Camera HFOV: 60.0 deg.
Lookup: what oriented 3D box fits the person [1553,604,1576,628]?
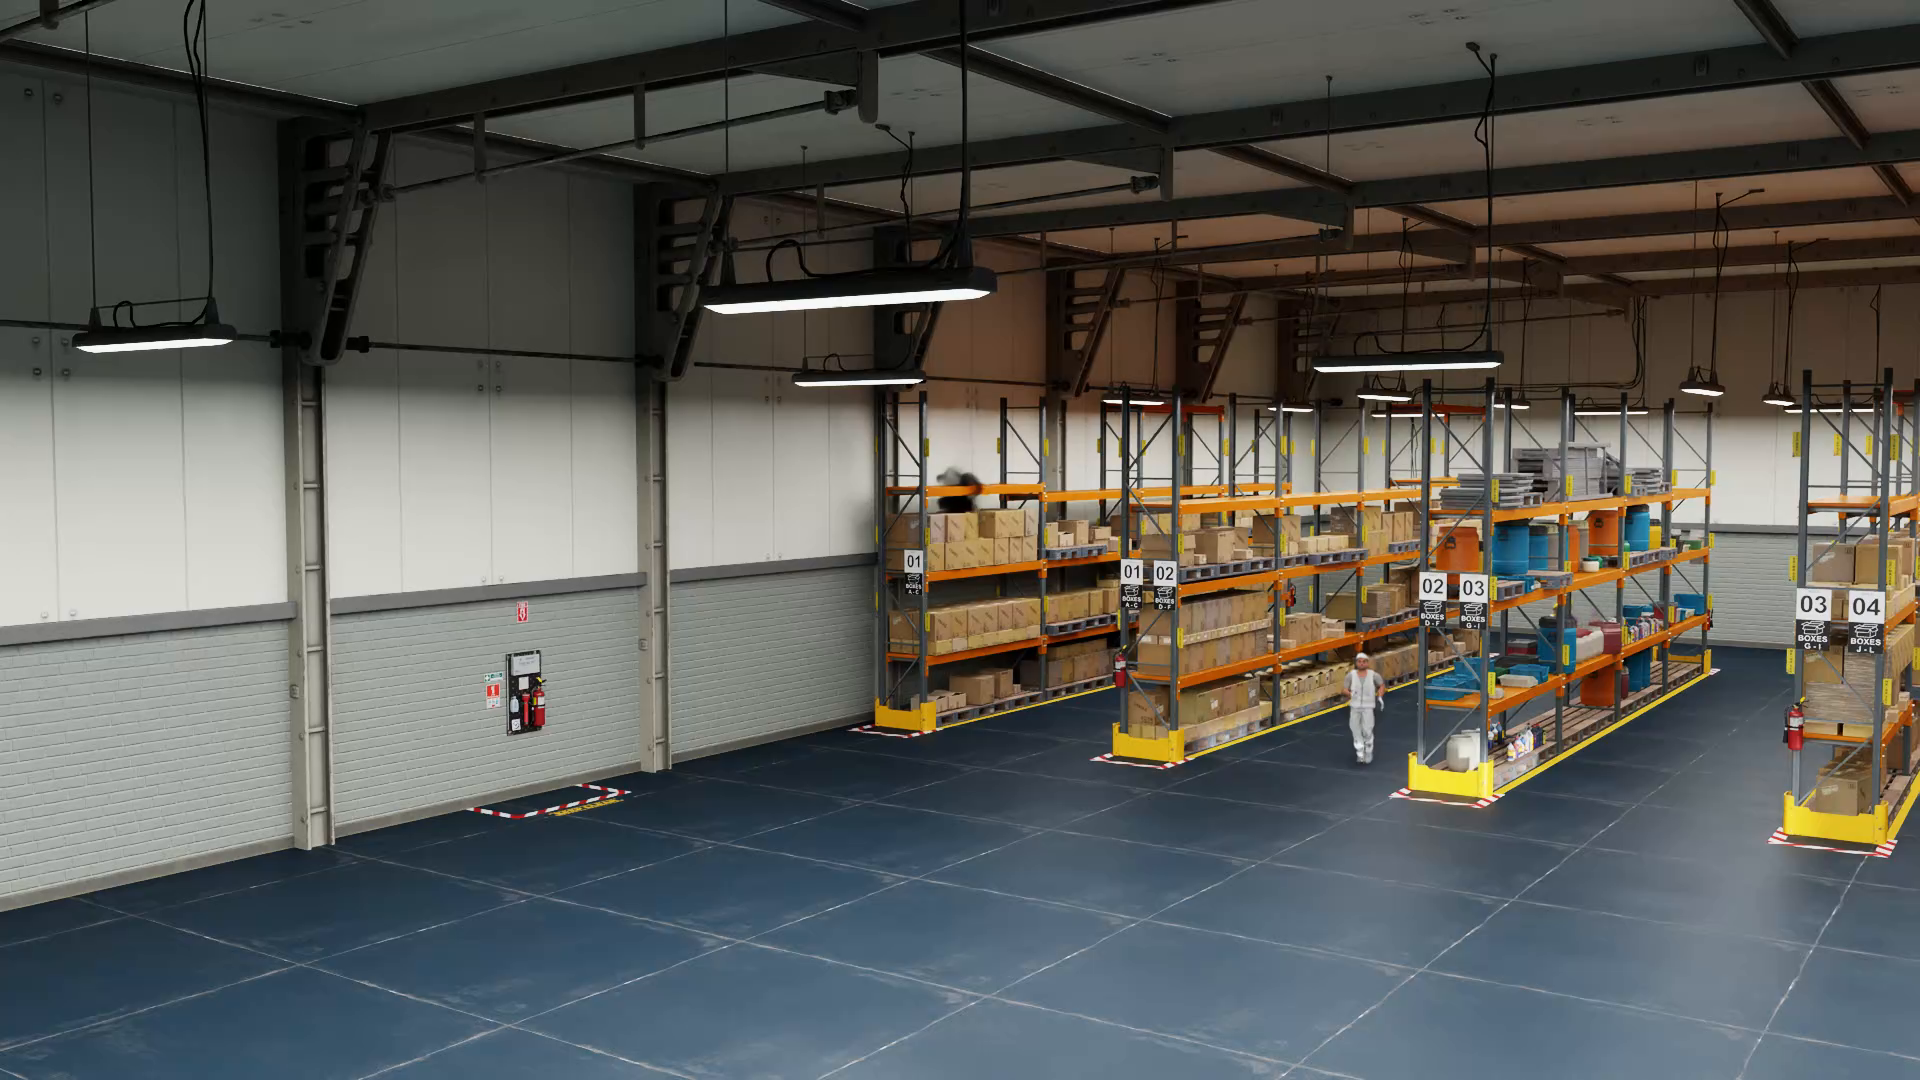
[{"bbox_3d":[12.506,2.192,34.810,0.715,1.741,0.822,2,4,30],"label":"person"}]

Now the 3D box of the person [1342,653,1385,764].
[{"bbox_3d":[6.335,2.651,26.171,0.634,1.750,0.607,1,3,20],"label":"person"}]
